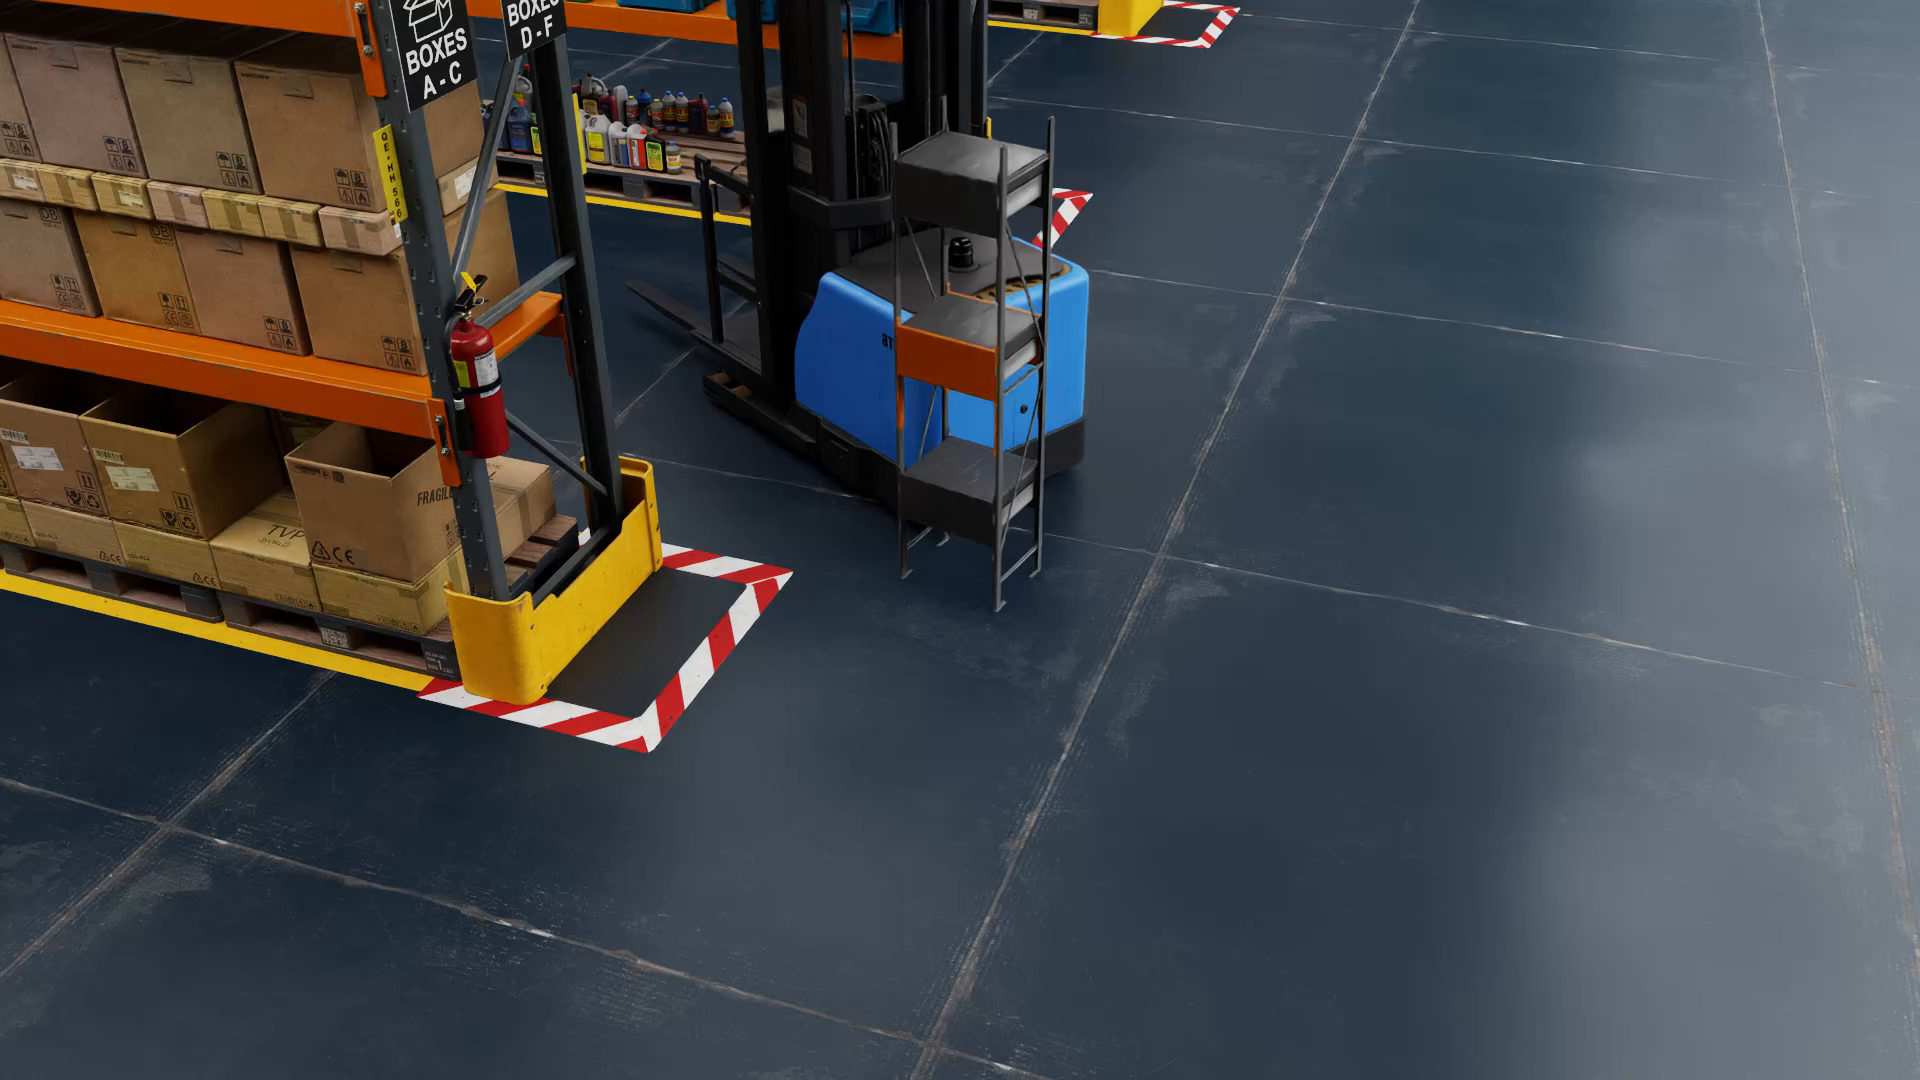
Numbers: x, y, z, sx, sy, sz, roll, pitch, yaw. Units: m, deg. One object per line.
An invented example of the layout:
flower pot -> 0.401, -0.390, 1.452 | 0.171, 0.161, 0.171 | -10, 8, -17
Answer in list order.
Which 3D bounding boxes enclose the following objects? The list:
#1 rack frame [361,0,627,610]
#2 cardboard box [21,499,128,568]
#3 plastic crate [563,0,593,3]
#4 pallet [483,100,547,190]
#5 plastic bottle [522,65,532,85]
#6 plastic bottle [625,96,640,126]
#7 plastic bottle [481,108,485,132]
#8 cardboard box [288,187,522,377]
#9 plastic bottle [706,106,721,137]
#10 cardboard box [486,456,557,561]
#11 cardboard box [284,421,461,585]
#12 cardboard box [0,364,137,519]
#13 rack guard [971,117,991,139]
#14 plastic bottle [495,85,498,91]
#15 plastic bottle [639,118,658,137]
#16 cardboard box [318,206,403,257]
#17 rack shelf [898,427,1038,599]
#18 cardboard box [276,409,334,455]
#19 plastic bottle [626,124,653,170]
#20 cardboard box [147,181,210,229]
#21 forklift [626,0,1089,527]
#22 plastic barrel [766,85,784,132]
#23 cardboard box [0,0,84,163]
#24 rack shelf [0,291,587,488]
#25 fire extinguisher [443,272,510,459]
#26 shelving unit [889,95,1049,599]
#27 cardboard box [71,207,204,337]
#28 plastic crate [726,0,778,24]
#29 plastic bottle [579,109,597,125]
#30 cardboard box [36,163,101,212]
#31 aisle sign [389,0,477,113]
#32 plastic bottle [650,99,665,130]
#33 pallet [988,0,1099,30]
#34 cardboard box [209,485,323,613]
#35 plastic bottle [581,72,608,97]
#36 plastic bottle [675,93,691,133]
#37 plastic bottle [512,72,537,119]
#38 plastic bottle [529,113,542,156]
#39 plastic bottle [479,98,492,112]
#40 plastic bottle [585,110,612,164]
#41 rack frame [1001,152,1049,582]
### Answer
rack frame -> -1.718, -0.915, 6.402 | 0.127, 3.000, 1.000 | 11, 34, 16
cardboard box -> -3.739, -0.152, 7.368 | 0.500, 0.250, 0.500 | 11, 34, 16
plastic crate -> -2.626, -3.694, 10.902 | 0.662, 0.188, 0.450 | 11, 34, 16
pallet -> -3.191, -2.860, 11.985 | 1.213, 0.211, 1.003 | 11, 34, 16
plastic bottle -> -3.105, -3.277, 12.097 | 0.185, 0.351, 0.144 | 10, 34, 15
plastic bottle -> -2.349, -3.081, 11.931 | 0.097, 0.201, 0.097 | 0, 33, 0
plastic bottle -> -3.343, -2.889, 11.565 | 0.135, 0.276, 0.152 | 12, 35, 18
cardboard box -> -2.153, -1.049, 6.518 | 0.500, 0.500, 0.700 | 11, 34, 16
plastic bottle -> -1.743, -2.963, 11.748 | 0.097, 0.201, 0.097 | 0, 33, 0
cardboard box -> -2.148, -0.148, 7.362 | 0.500, 0.250, 0.500 | 11, 34, 16
cardboard box -> -2.323, -0.198, 6.748 | 0.500, 0.500, 0.500 | 11, 34, 16
cardboard box -> -3.740, -0.466, 7.162 | 0.500, 0.500, 0.500 | 11, 34, 16
rack guard -> -0.131, -2.384, 10.981 | 0.348, 0.500, 1.175 | 11, 34, 16
plastic bottle -> -3.362, -3.278, 12.236 | 0.097, 0.201, 0.097 | 0, 33, 0
plastic bottle -> -2.113, -2.714, 11.287 | 0.133, 0.283, 0.061 | 11, 34, 16
cardboard box -> -2.142, -1.203, 6.157 | 0.250, 0.149, 0.380 | 10, 34, 16
rack shelf -> 0.048, -0.125, 7.323 | 0.480, 0.518, 0.431 | 18, 37, 26
cardboard box -> -2.619, -0.554, 7.299 | 0.500, 0.500, 0.500 | 11, 34, 16
plastic bottle -> -2.148, -2.657, 11.205 | 0.135, 0.276, 0.152 | 11, 35, 17
cardboard box -> -2.866, -1.344, 6.375 | 0.250, 0.149, 0.380 | 11, 35, 17
forklift -> -0.608, -1.870, 7.945 | 1.344, 2.935, 3.618 | -25, 40, -33
plastic barrel -> -1.161, -2.748, 11.148 | 0.421, 0.512, 0.421 | 0, 33, 0
cardboard box -> -3.646, -1.881, 6.610 | 0.500, 0.500, 0.700 | 11, 34, 17
rack shelf -> -3.601, -0.979, 7.164 | 4.000, 0.370, 1.077 | 11, 34, 16
fire extinguisher -> -1.763, -0.624, 6.022 | 0.183, 0.674, 0.296 | 11, 34, 16
shelving unit -> 0.046, -0.725, 6.937 | 0.499, 2.100, 0.431 | 18, 37, 26
cardboard box -> -3.115, -1.237, 6.808 | 0.500, 0.500, 0.700 | 11, 35, 17
plastic crate -> -1.225, -3.442, 10.453 | 0.408, 0.251, 0.499 | 11, 34, 16
plastic bottle -> -2.585, -2.825, 11.465 | 0.135, 0.276, 0.152 | 11, 34, 16
cardboard box -> -3.361, -1.439, 6.523 | 0.250, 0.149, 0.380 | 12, 35, 18
aisle sign -> -1.755, -1.846, 5.446 | 0.004, 0.787, 0.394 | 11, 34, 16
plastic bottle -> -2.155, -3.043, 11.872 | 0.097, 0.201, 0.097 | 0, 33, 0
pallet -> 0.803, -4.982, 15.272 | 1.213, 0.211, 1.003 | 11, 34, 16
cardboard box -> -2.797, 0.031, 7.085 | 0.500, 0.250, 0.500 | 11, 34, 16
plastic bottle -> -2.621, -3.183, 11.951 | 0.185, 0.351, 0.144 | 11, 34, 16
plastic bottle -> -1.968, -3.036, 11.797 | 0.097, 0.271, 0.097 | 0, 33, 0
plastic bottle -> -3.154, -3.204, 11.983 | 0.185, 0.351, 0.144 | 11, 34, 16
plastic bottle -> -2.870, -2.774, 11.380 | 0.133, 0.283, 0.061 | 13, 35, 19
plastic bottle -> -3.308, -2.947, 11.647 | 0.133, 0.283, 0.061 | 11, 34, 16
plastic bottle -> -2.436, -2.742, 11.268 | 0.185, 0.351, 0.144 | 12, 35, 18
rack frame -> 0.257, -0.656, 6.831 | 0.006, 1.831, 0.380 | 18, 37, 26
